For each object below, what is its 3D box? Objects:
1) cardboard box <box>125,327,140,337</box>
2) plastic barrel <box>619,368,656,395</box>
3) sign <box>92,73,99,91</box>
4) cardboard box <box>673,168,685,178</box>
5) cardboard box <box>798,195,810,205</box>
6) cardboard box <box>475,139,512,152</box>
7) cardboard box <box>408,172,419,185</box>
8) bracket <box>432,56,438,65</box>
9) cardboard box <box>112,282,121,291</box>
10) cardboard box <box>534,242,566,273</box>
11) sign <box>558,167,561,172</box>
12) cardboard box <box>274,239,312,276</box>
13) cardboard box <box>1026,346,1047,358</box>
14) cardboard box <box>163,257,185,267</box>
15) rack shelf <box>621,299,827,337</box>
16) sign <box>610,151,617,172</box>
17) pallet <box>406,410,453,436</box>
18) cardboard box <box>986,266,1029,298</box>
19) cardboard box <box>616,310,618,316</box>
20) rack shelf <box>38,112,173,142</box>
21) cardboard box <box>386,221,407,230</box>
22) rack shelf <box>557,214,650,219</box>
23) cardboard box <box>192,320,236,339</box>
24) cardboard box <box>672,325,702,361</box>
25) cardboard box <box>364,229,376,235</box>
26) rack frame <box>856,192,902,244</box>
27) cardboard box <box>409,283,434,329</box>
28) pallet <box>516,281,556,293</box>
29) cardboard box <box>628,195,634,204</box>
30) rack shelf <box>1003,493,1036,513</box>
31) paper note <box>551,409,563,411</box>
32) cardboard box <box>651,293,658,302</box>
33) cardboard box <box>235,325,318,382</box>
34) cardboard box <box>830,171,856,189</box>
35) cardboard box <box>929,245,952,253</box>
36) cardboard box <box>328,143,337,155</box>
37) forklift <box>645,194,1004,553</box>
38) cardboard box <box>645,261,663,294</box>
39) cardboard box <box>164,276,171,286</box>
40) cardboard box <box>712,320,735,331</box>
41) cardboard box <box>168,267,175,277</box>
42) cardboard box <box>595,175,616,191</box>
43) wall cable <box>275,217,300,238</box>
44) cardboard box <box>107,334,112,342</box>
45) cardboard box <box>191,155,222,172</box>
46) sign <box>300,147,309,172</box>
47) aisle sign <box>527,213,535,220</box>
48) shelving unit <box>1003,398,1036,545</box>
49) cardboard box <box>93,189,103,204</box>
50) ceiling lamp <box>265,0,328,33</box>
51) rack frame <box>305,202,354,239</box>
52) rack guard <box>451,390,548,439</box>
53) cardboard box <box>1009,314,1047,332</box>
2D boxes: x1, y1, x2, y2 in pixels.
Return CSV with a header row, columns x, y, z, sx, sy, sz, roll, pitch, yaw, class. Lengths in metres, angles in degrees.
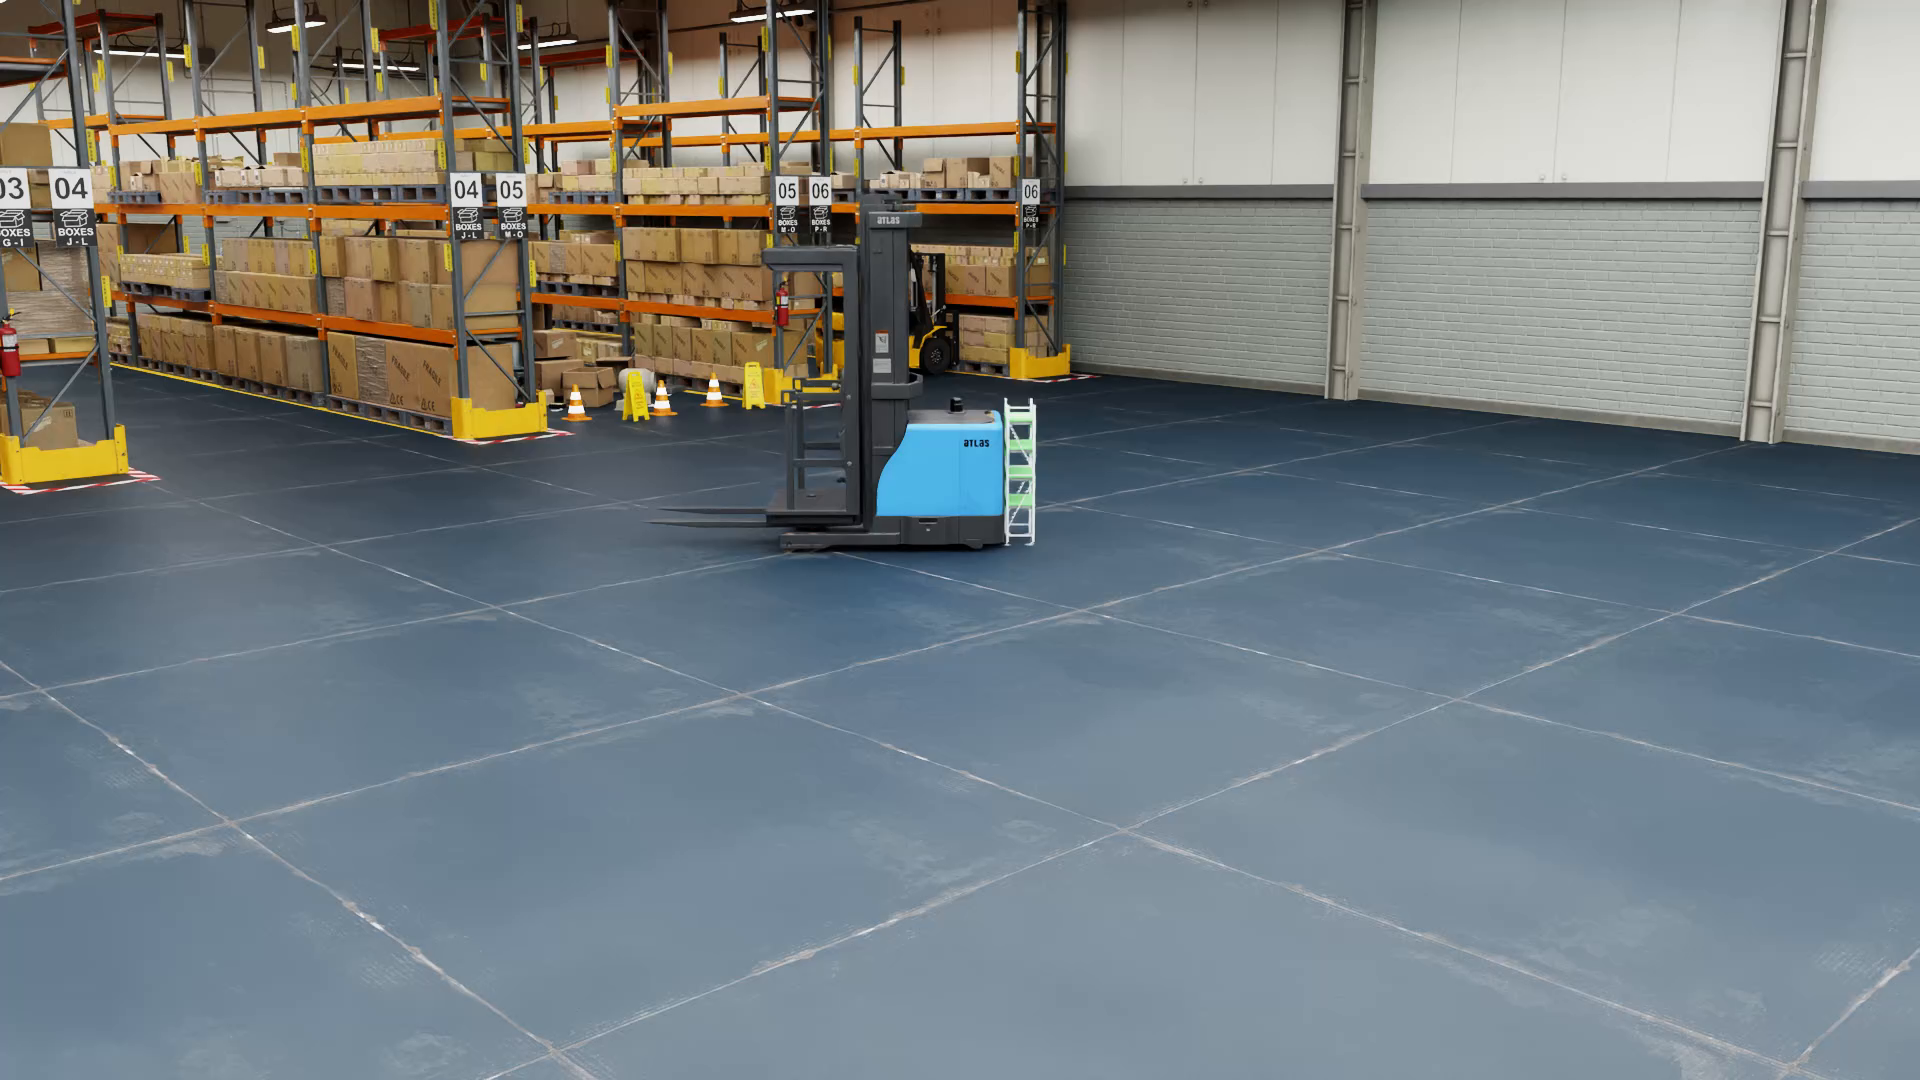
x,y,z,sx,sy,sz,roll,pitch,yaw,class
-14.504,-3.675,29.365,0.380,0.149,0.250,-10,15,-41,cardboard box
-4.794,-2.340,24.722,0.512,0.421,0.421,-1,12,-4,plastic barrel
-16.417,-8.690,31.583,0.100,0.325,0.005,-11,16,-43,sign
-4.115,-5.558,25.170,0.380,0.149,0.250,-11,16,-43,cardboard box
-2.267,-4.952,24.201,0.380,0.149,0.250,-11,16,-42,cardboard box
-5.783,-4.892,20.645,0.380,0.149,0.250,-11,16,-42,cardboard box
-6.609,-4.484,20.641,0.380,0.149,0.250,-11,16,-42,cardboard box
-13.125,-12.116,42.001,0.235,0.232,0.430,-11,16,-43,bracket
-14.693,-4.467,29.282,0.250,0.149,0.380,11,16,44,cardboard box
-6.917,-4.830,28.396,0.500,0.500,0.500,-11,16,-42,cardboard box
-9.319,-8.516,38.686,0.100,0.325,0.005,-11,16,-43,sign
-9.598,-4.150,24.395,0.700,0.500,0.500,-11,16,-42,cardboard box
1.117,-3.162,28.099,0.500,0.250,0.500,-11,16,-42,cardboard box
-12.680,-4.506,26.957,0.380,0.149,0.250,-11,16,-43,cardboard box
-3.654,-3.451,25.513,1.077,0.370,4.000,-11,16,-43,rack shelf
-5.434,-5.933,26.084,0.100,0.325,0.005,-11,16,-43,sign
-6.392,-1.547,21.398,1.003,0.211,1.213,-11,16,-43,pallet
0.785,-4.288,27.544,0.500,0.500,0.500,-11,16,-44,cardboard box
-7.258,-4.973,36.741,0.500,0.311,0.500,-10,15,-41,cardboard box
-15.451,-7.435,29.988,1.077,0.370,4.000,-11,16,-43,rack shelf
-11.003,-6.120,32.350,0.380,0.149,0.250,-11,16,-44,cardboard box
-8.353,-7.364,37.070,1.077,0.370,4.000,-11,16,-43,rack shelf
-11.970,-3.387,26.712,0.500,0.250,0.500,11,16,44,cardboard box
-4.088,-3.046,25.676,0.500,0.500,0.500,-10,15,-40,cardboard box
-11.430,-5.907,32.925,0.500,0.500,0.500,-11,16,-43,cardboard box
-1.448,-4.788,30.217,1.000,3.000,0.127,-11,16,-43,rack frame
-6.468,-3.006,21.196,0.875,0.550,0.550,-11,16,-43,cardboard box
-7.228,-4.496,29.277,1.213,0.211,1.003,-11,16,-43,pallet
-4.997,-5.361,26.189,0.380,0.149,0.250,-11,16,-43,cardboard box
0.512,-0.297,14.384,0.258,0.148,0.480,0,12,-1,rack shelf
-5.609,-1.812,23.133,0.144,0.017,0.142,-5,13,-23,paper note
-4.632,-3.818,26.131,0.380,0.149,0.250,-11,16,-43,cardboard box
-10.346,-2.850,25.346,1.050,0.750,0.750,-11,16,-42,cardboard box
-2.124,-6.540,30.218,0.500,0.311,0.500,11,16,43,cardboard box
-0.310,-5.001,28.661,0.380,0.149,0.250,-11,16,-42,cardboard box
-8.188,-5.208,22.180,0.380,0.149,0.250,-11,16,-43,cardboard box
-1.147,-1.437,14.123,3.031,2.935,1.130,0,12,0,forklift
-4.569,-4.117,25.977,0.500,0.500,0.500,-11,16,-43,cardboard box
-12.685,-4.215,27.020,0.250,0.149,0.380,11,16,43,cardboard box
-3.488,-3.218,24.903,0.380,0.149,0.250,-11,16,-42,cardboard box
-12.520,-4.325,26.816,0.380,0.149,0.250,-11,16,-42,cardboard box
-5.543,-5.762,26.843,0.500,0.250,0.500,-11,16,-44,cardboard box
-16.215,-7.363,40.201,0.588,1.984,0.122,-11,16,-43,wall cable
-15.204,-3.674,30.100,0.380,0.149,0.250,-10,16,-41,cardboard box
-11.775,-5.891,25.991,0.396,0.266,0.258,-11,16,-43,cardboard box
-8.931,-5.190,22.677,0.100,0.325,0.005,-11,16,-43,sign
-9.994,-7.781,38.305,0.394,0.787,0.004,-11,16,-43,aisle sign
0.512,-0.594,14.322,0.258,1.200,0.503,0,12,-1,shelving unit
-14.941,-6.063,29.343,0.500,0.250,0.500,-11,16,-43,cardboard box
-11.563,-10.634,29.261,0.800,3.185,2.000,-11,16,-43,ceiling lamp
-13.322,-5.847,35.357,1.000,3.000,0.127,-11,16,-43,rack frame
-5.766,-1.579,20.839,1.175,0.500,0.348,-11,16,-43,rack guard
1.120,-3.649,27.986,0.500,0.250,0.500,-11,16,-43,cardboard box
